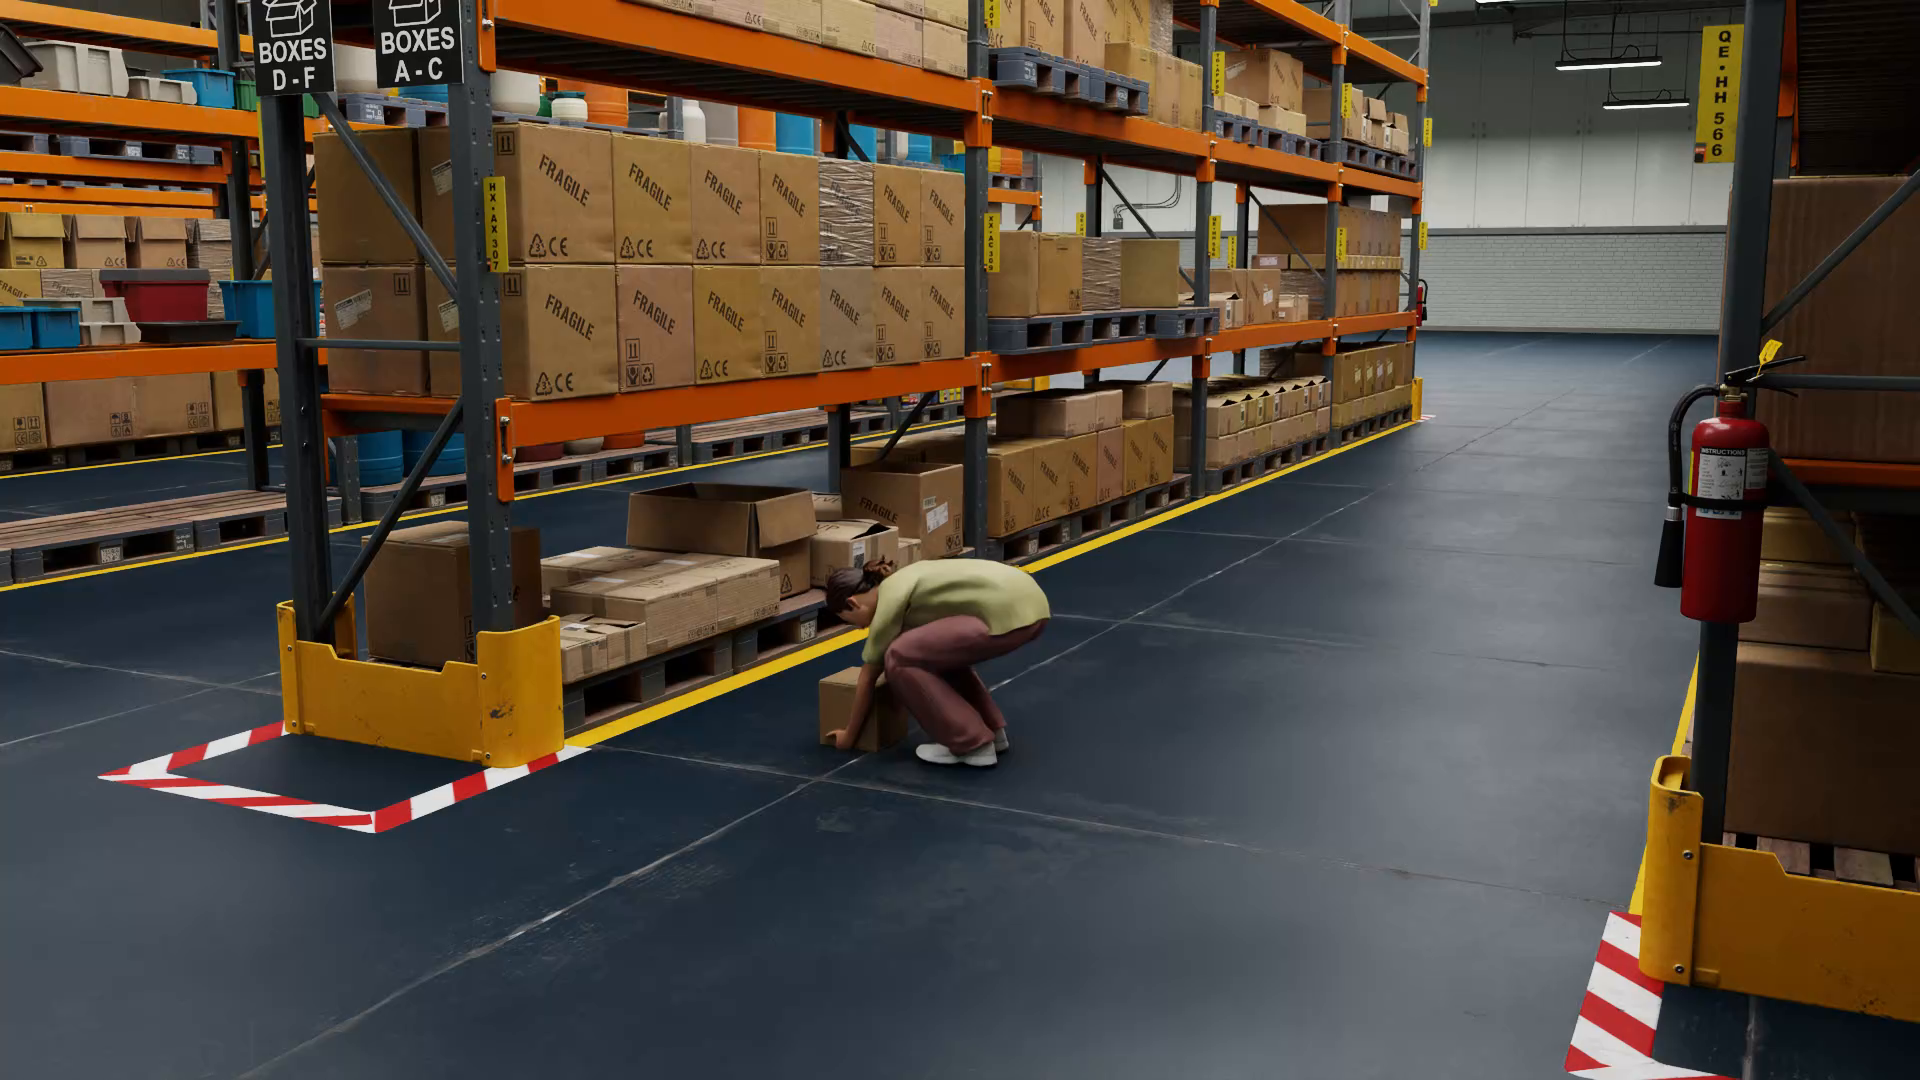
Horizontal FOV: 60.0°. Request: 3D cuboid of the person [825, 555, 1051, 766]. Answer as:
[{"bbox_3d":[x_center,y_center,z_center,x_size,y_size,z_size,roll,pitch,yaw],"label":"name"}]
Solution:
[{"bbox_3d":[-0.098,0.434,6.172,0.867,0.754,0.455,4,10,24],"label":"person"}]
